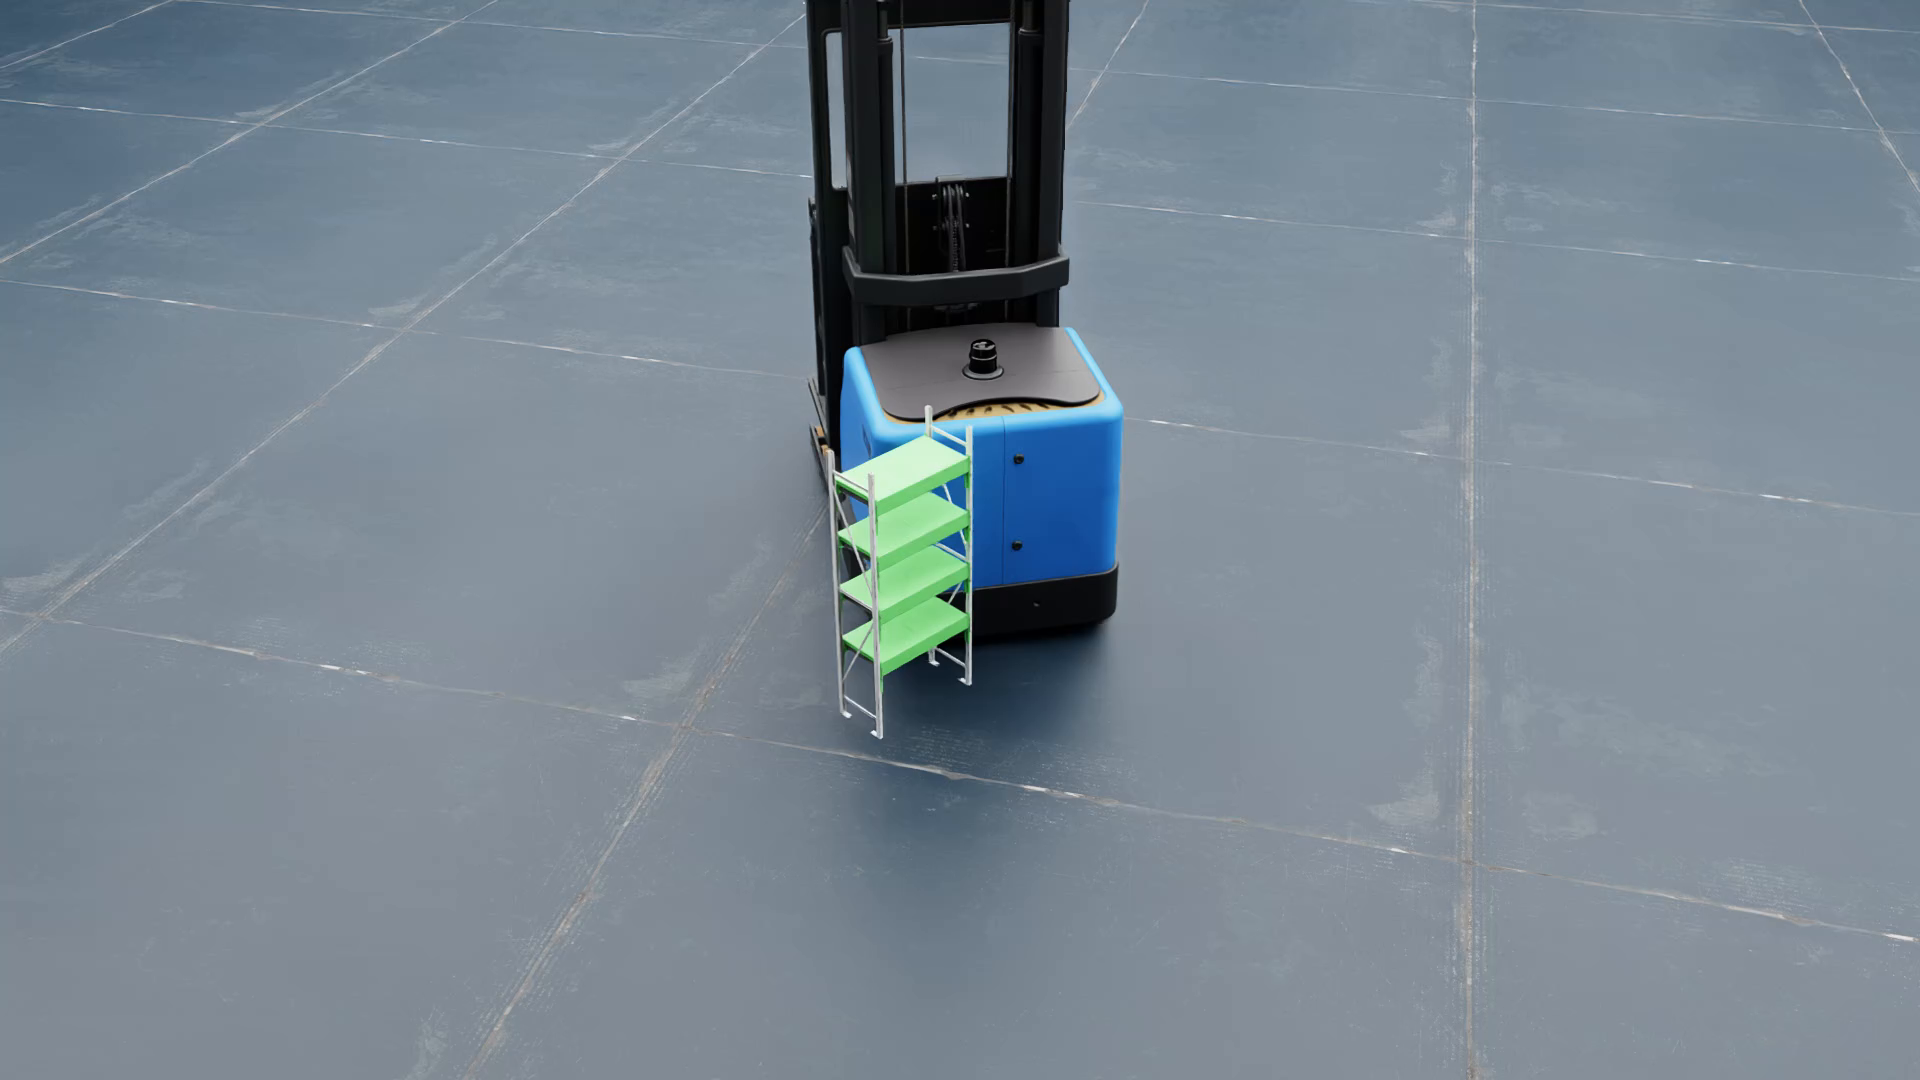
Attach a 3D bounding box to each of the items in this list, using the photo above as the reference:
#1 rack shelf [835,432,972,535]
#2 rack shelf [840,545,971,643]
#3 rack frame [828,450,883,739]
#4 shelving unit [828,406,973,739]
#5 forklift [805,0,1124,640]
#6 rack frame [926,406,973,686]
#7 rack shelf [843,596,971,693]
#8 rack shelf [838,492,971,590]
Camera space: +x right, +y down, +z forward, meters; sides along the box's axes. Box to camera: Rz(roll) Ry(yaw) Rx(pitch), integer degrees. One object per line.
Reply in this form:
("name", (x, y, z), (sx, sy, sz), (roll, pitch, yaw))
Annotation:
("rack shelf", (-0.217, -0.216, 6.195), (0.480, 0.148, 0.258), (-28, 42, -36))
("rack shelf", (-0.217, 0.189, 6.453), (0.480, 0.148, 0.258), (-28, 42, -36))
("rack frame", (-0.391, 0.227, 6.275), (0.015, 1.200, 0.240), (-28, 42, -36))
("shelving unit", (-0.217, 0.135, 6.419), (0.503, 1.200, 0.258), (-28, 42, -36))
("forklift", (-0.141, -1.577, 7.499), (1.130, 2.935, 3.031), (-7, 33, -10))
("rack frame", (-0.042, 0.044, 6.562), (0.015, 1.200, 0.240), (-28, 42, -36))
("rack shelf", (-0.217, 0.392, 6.582), (0.480, 0.148, 0.258), (-28, 42, -36))
("rack shelf", (-0.217, -0.013, 6.324), (0.480, 0.148, 0.258), (-28, 42, -36))
